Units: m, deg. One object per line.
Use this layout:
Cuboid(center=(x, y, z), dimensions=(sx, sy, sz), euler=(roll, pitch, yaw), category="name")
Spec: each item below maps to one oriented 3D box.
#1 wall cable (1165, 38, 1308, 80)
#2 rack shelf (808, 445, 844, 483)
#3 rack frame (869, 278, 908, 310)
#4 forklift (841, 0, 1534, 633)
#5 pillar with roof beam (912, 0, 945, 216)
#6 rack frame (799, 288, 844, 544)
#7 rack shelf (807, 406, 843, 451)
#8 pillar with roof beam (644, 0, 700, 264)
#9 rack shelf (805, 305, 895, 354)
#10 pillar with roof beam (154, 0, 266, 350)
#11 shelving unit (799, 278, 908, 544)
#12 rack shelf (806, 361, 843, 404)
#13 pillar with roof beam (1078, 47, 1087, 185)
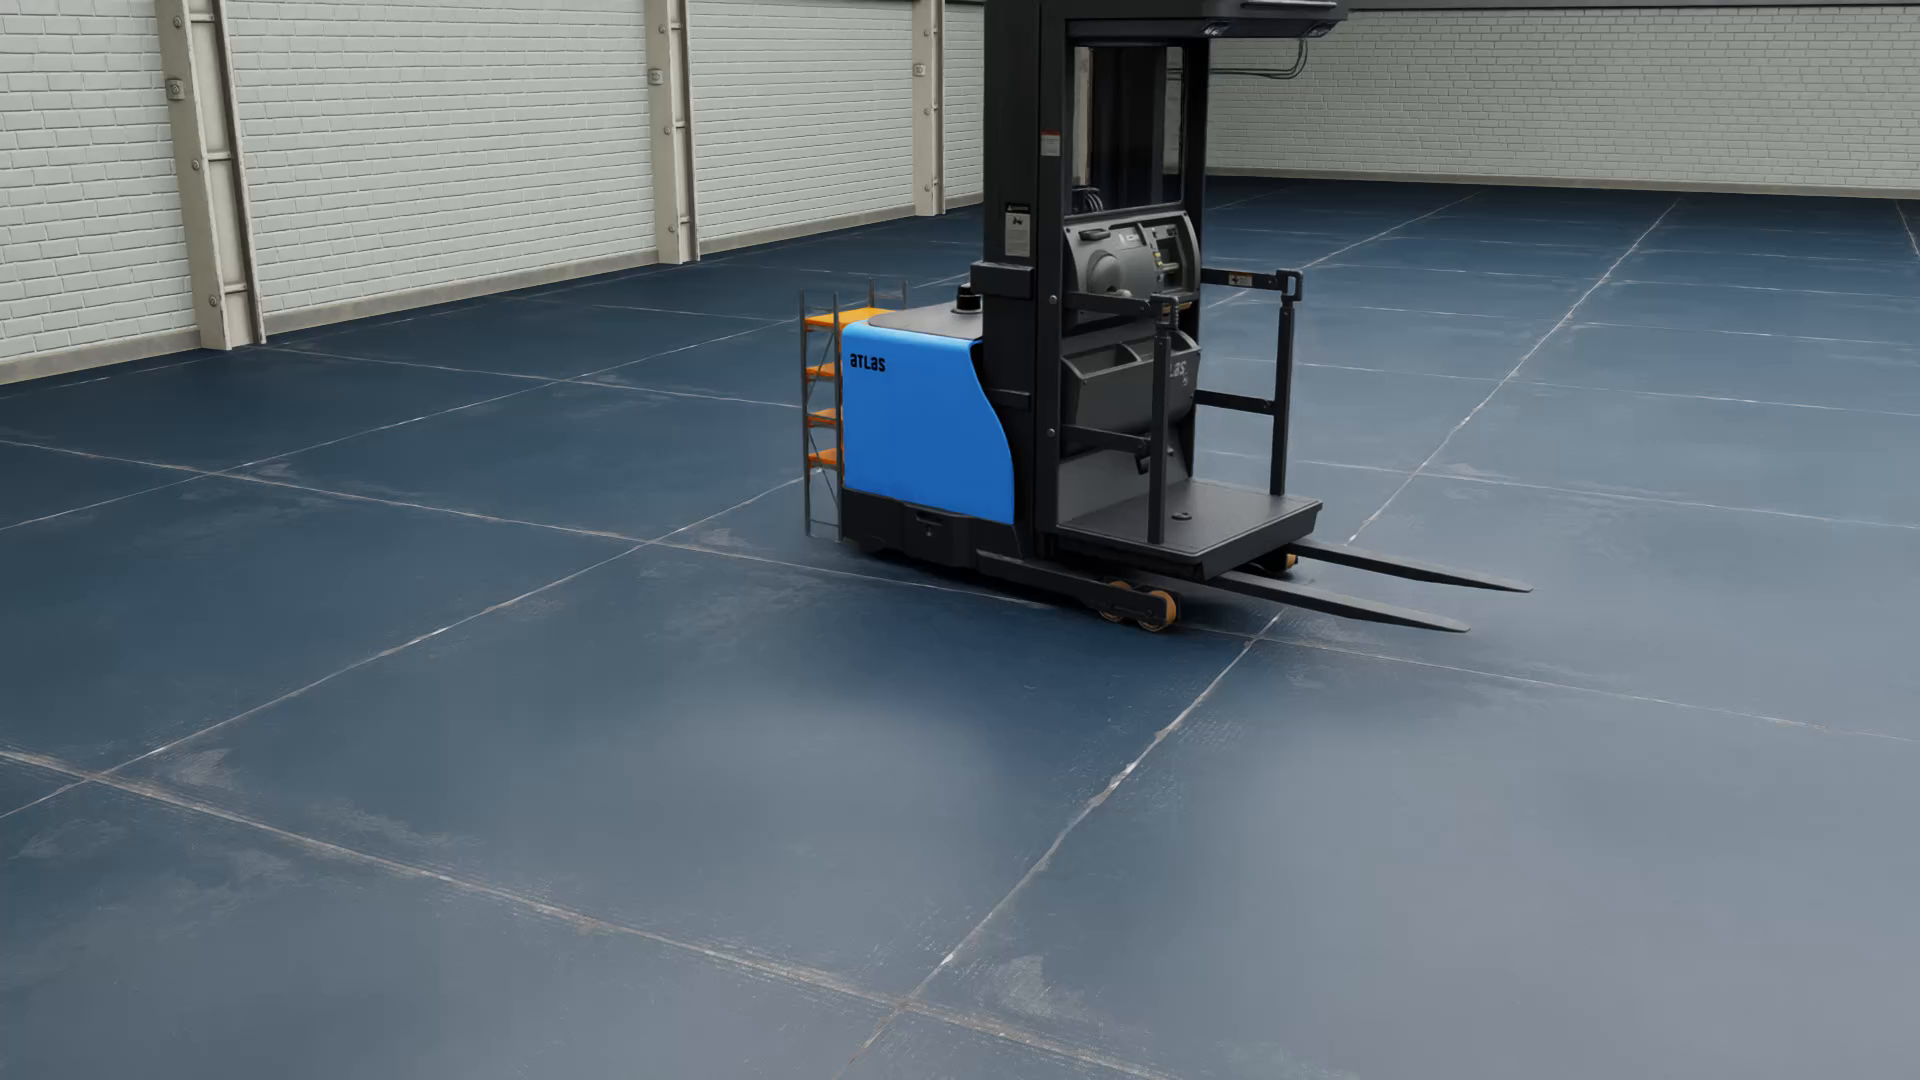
Cuboid(center=(4.746, -9.548, 29.819), dimensions=(3.097, 2.526, 0.112), euler=(8, 18, 25), category="wall cable")
Cuboid(center=(-0.501, -0.376, 8.118), dimensions=(0.258, 0.148, 0.480), euler=(13, 21, 37), category="rack shelf")
Cuboid(center=(-0.348, -0.685, 8.224), dimensions=(0.240, 1.200, 0.015), euler=(13, 21, 37), category="rack frame")
Cuboid(center=(0.900, -1.202, 6.925), dimensions=(3.031, 2.935, 1.130), euler=(13, 21, 38), category="forklift")
Cuboid(center=(3.417, -8.378, 20.427), dimensions=(9.100, 9.000, 0.400), euler=(8, 18, 25), category="pillar with roof beam")
Cuboid(center=(-0.655, -0.577, 7.860), dimensions=(0.240, 1.200, 0.015), euler=(13, 21, 37), category="rack frame")
Cuboid(center=(-0.501, -0.567, 8.061), dimensions=(0.258, 0.148, 0.480), euler=(13, 21, 37), category="rack shelf")
Cuboid(center=(0.736, -6.850, 15.282), dimensions=(9.100, 9.000, 0.400), euler=(8, 18, 25), category="pillar with roof beam")
Cuboid(center=(-0.501, -1.008, 7.930), dimensions=(0.258, 0.148, 0.480), euler=(13, 21, 37), category="rack shelf")
Cuboid(center=(-1.945, -5.322, 10.136), dimensions=(9.100, 9.000, 0.400), euler=(8, 18, 25), category="pillar with roof beam")
Cuboid(center=(-0.501, -0.631, 8.042), dimensions=(0.258, 1.200, 0.503), euler=(13, 21, 37), category="shelving unit")
Cuboid(center=(-0.501, -0.781, 7.998), dimensions=(0.258, 0.148, 0.480), euler=(13, 21, 37), category="rack shelf")
Cuboid(center=(6.098, -9.906, 25.573), dimensions=(9.100, 9.000, 0.400), euler=(8, 18, 25), category="pillar with roof beam")
